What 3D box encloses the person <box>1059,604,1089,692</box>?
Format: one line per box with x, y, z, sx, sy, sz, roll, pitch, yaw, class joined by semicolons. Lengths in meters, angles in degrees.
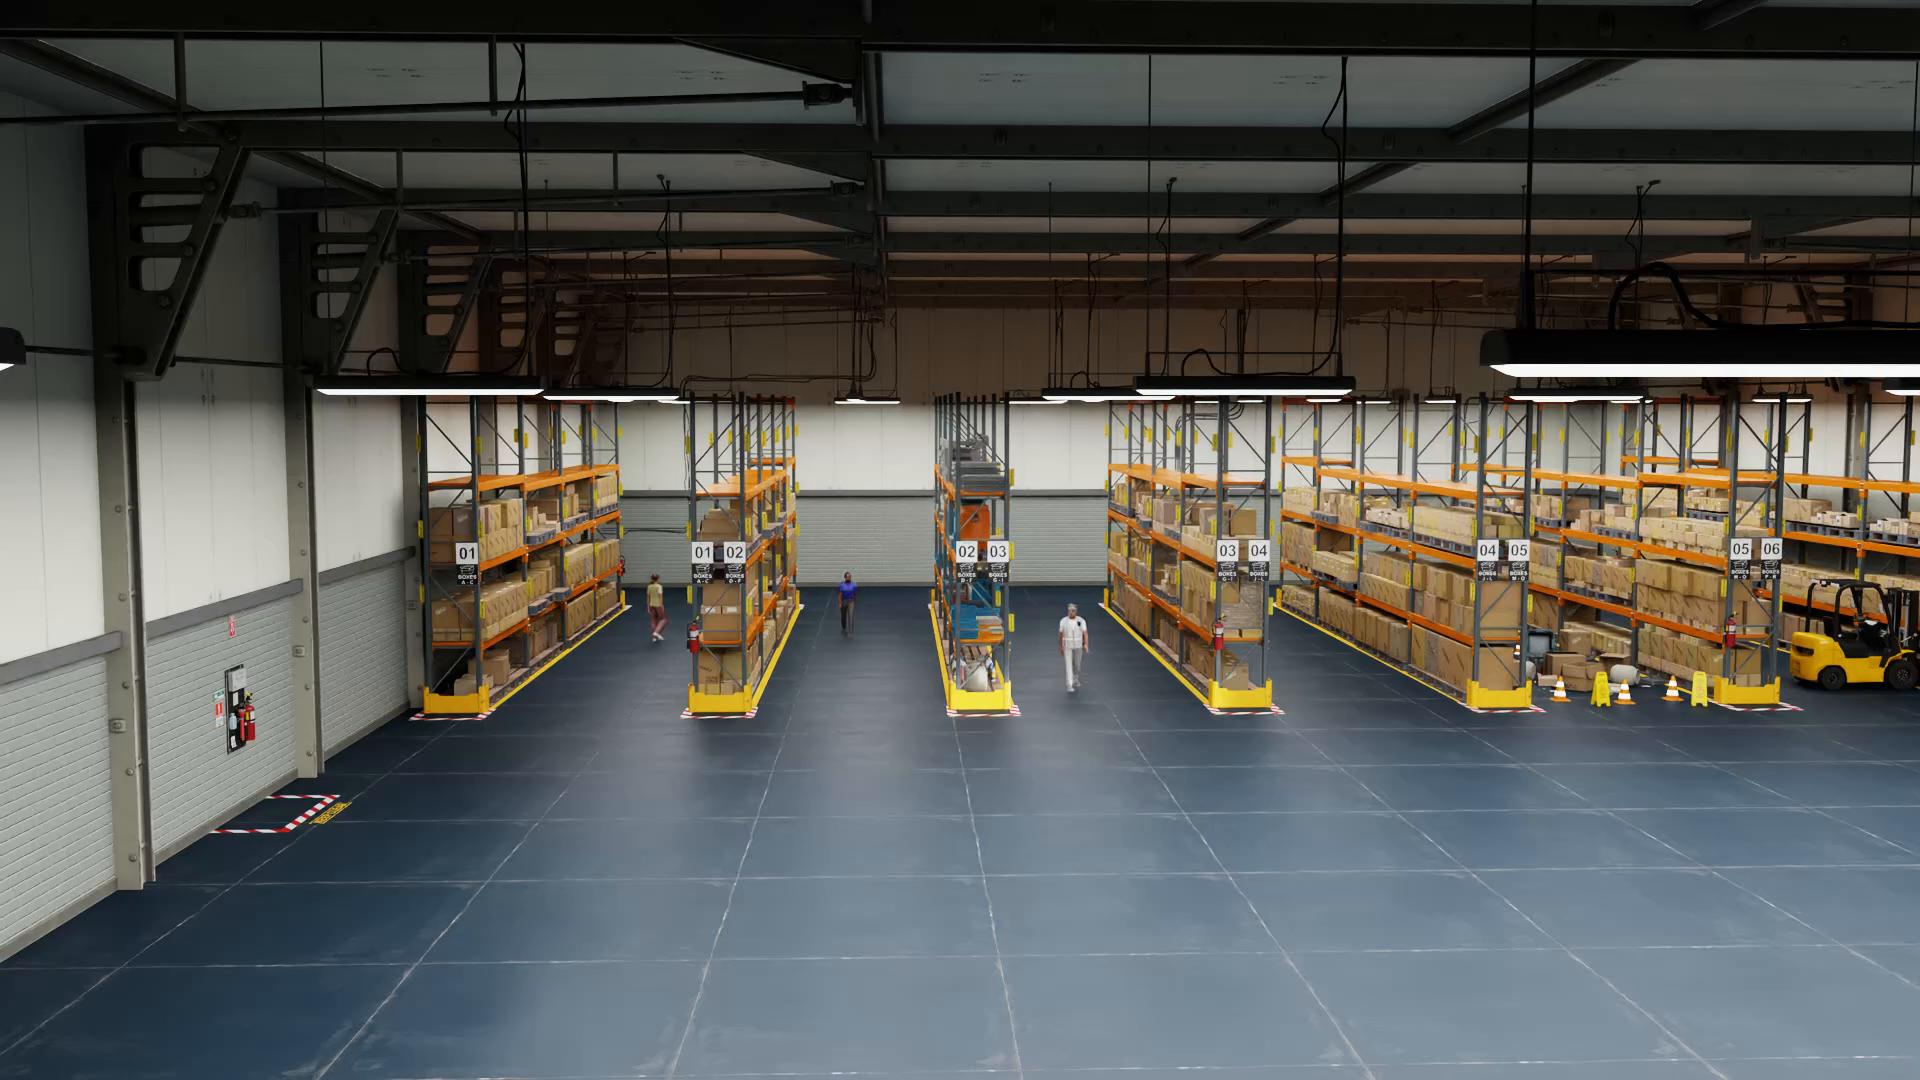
2.302;2.146;33.573;0.565;1.723;0.961;0;5;-3;person

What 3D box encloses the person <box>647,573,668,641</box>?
-7.427;1.644;40.543;0.483;1.671;0.472;2;5;28;person

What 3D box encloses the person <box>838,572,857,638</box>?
-2.799;1.588;41.376;0.451;1.590;1.045;0;5;-3;person
